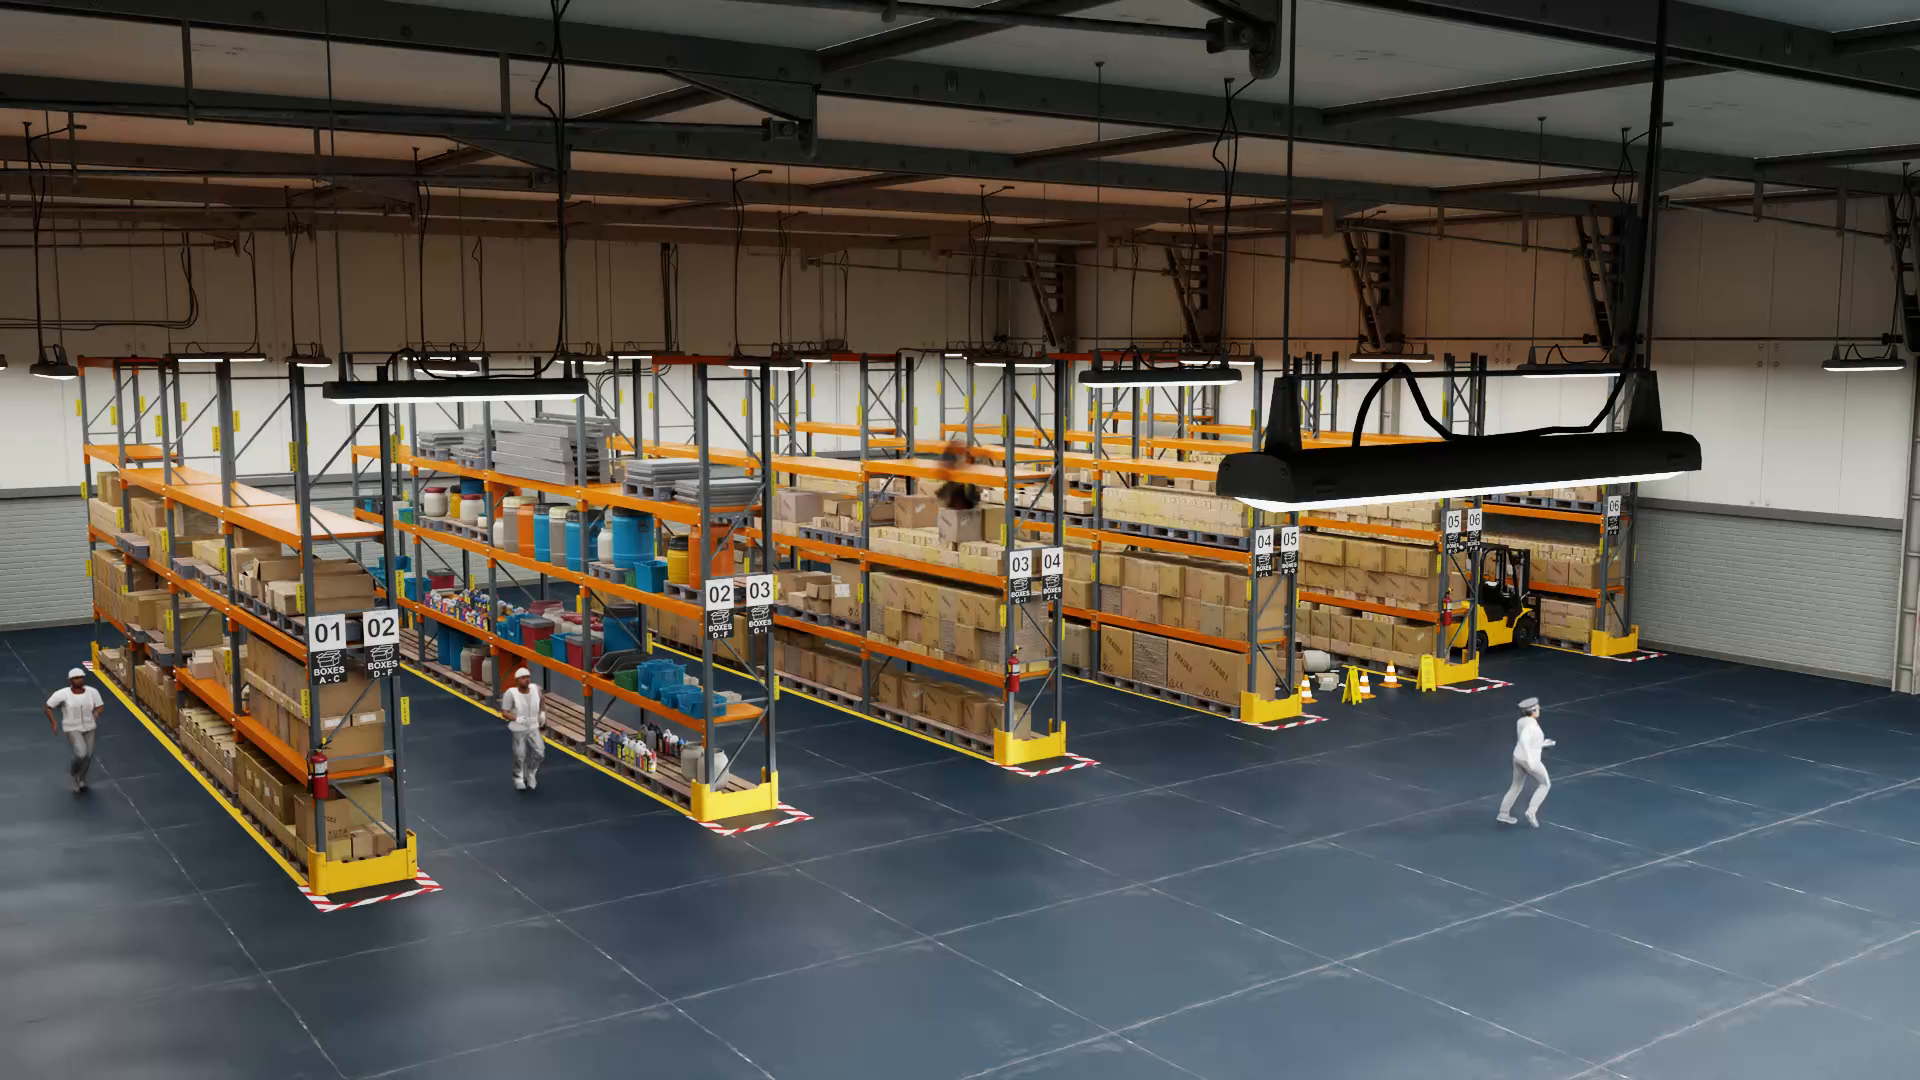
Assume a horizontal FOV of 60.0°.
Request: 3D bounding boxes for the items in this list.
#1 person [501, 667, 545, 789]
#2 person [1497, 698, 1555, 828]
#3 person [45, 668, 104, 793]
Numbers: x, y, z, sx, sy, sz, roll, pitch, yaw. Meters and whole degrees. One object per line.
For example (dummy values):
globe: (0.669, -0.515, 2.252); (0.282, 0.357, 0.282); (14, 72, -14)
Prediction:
person: (-6.035, 2.647, 23.208); (0.706, 1.755, 0.644); (-6, 9, -39)
person: (7.366, 2.892, 21.555); (0.783, 1.714, 0.572); (-2, 7, -13)
person: (-12.260, 2.650, 23.171); (0.672, 1.741, 0.674); (5, 9, 38)
